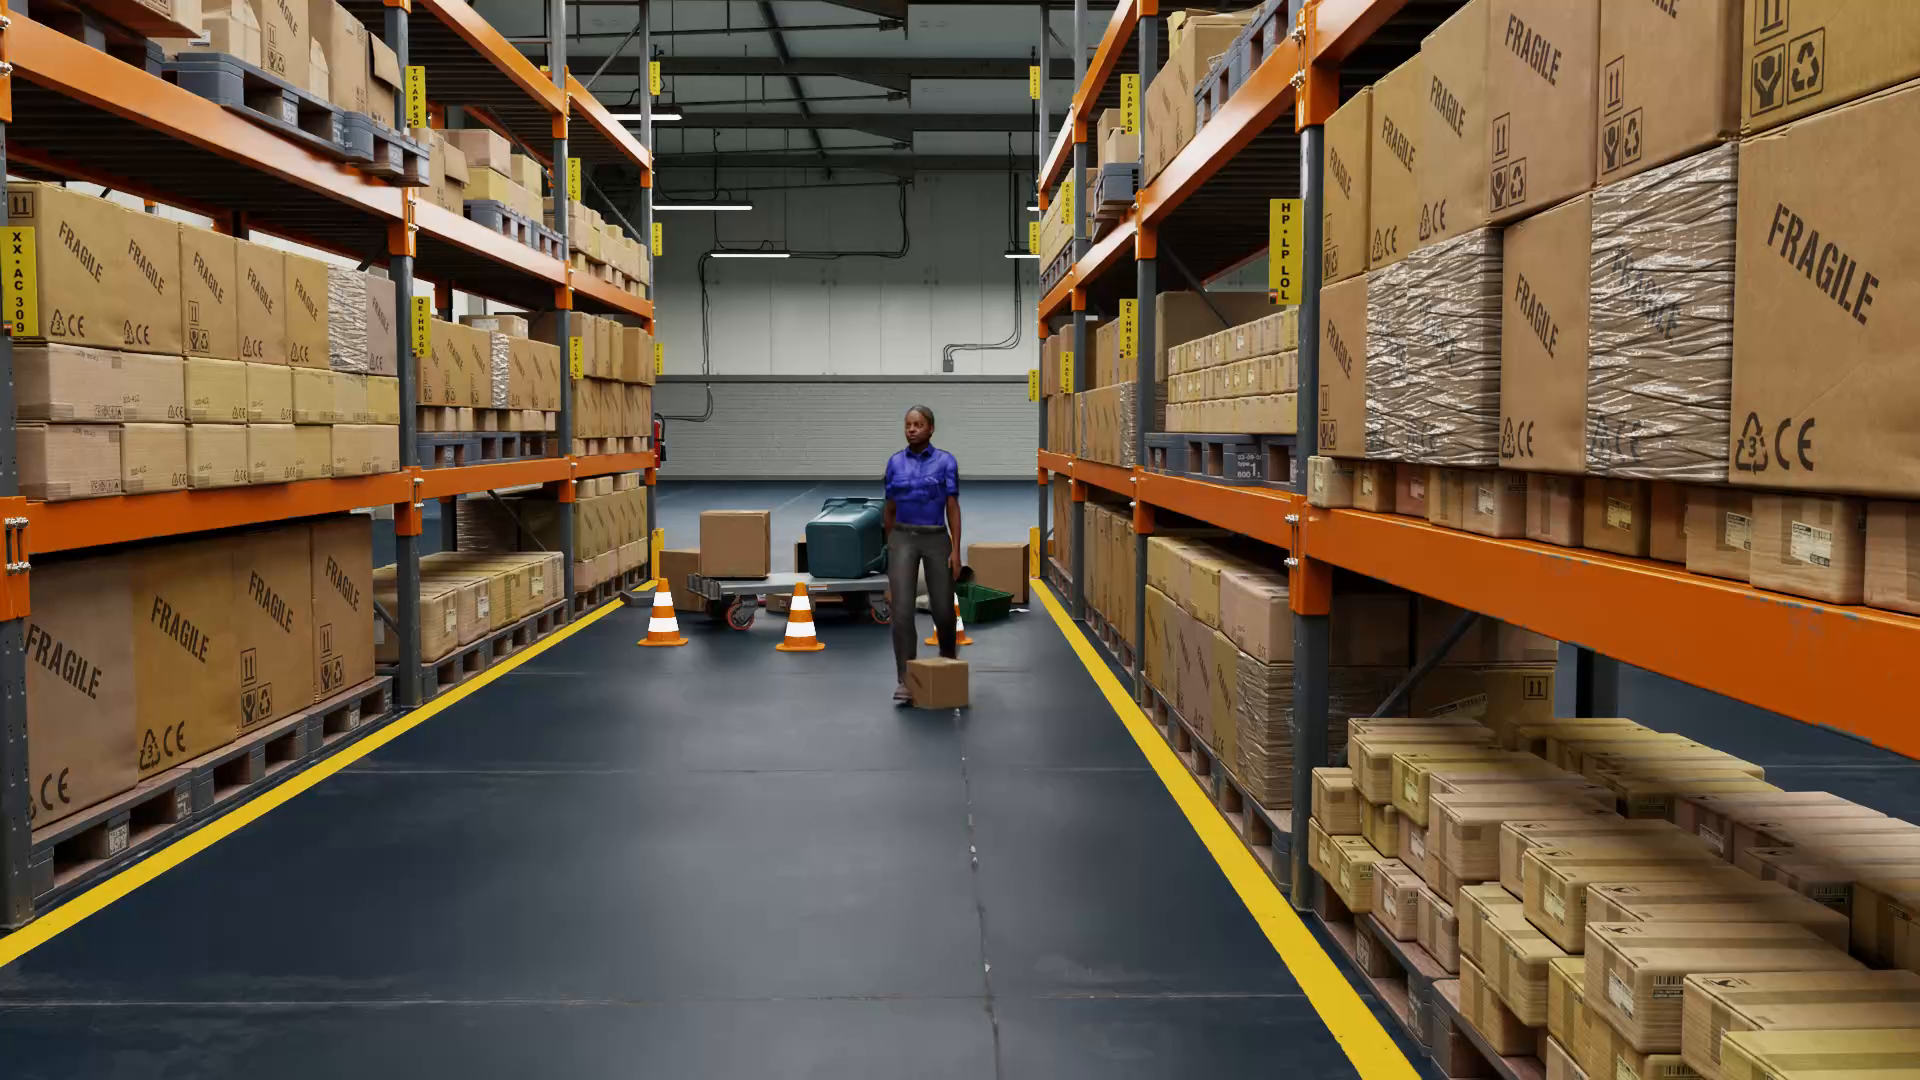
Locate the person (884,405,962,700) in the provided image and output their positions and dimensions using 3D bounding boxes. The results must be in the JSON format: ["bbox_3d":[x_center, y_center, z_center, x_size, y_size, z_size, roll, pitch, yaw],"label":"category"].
[{"bbox_3d":[-0.205,0.054,9.428,0.464,1.635,0.704,0,4,7],"label":"person"}]
